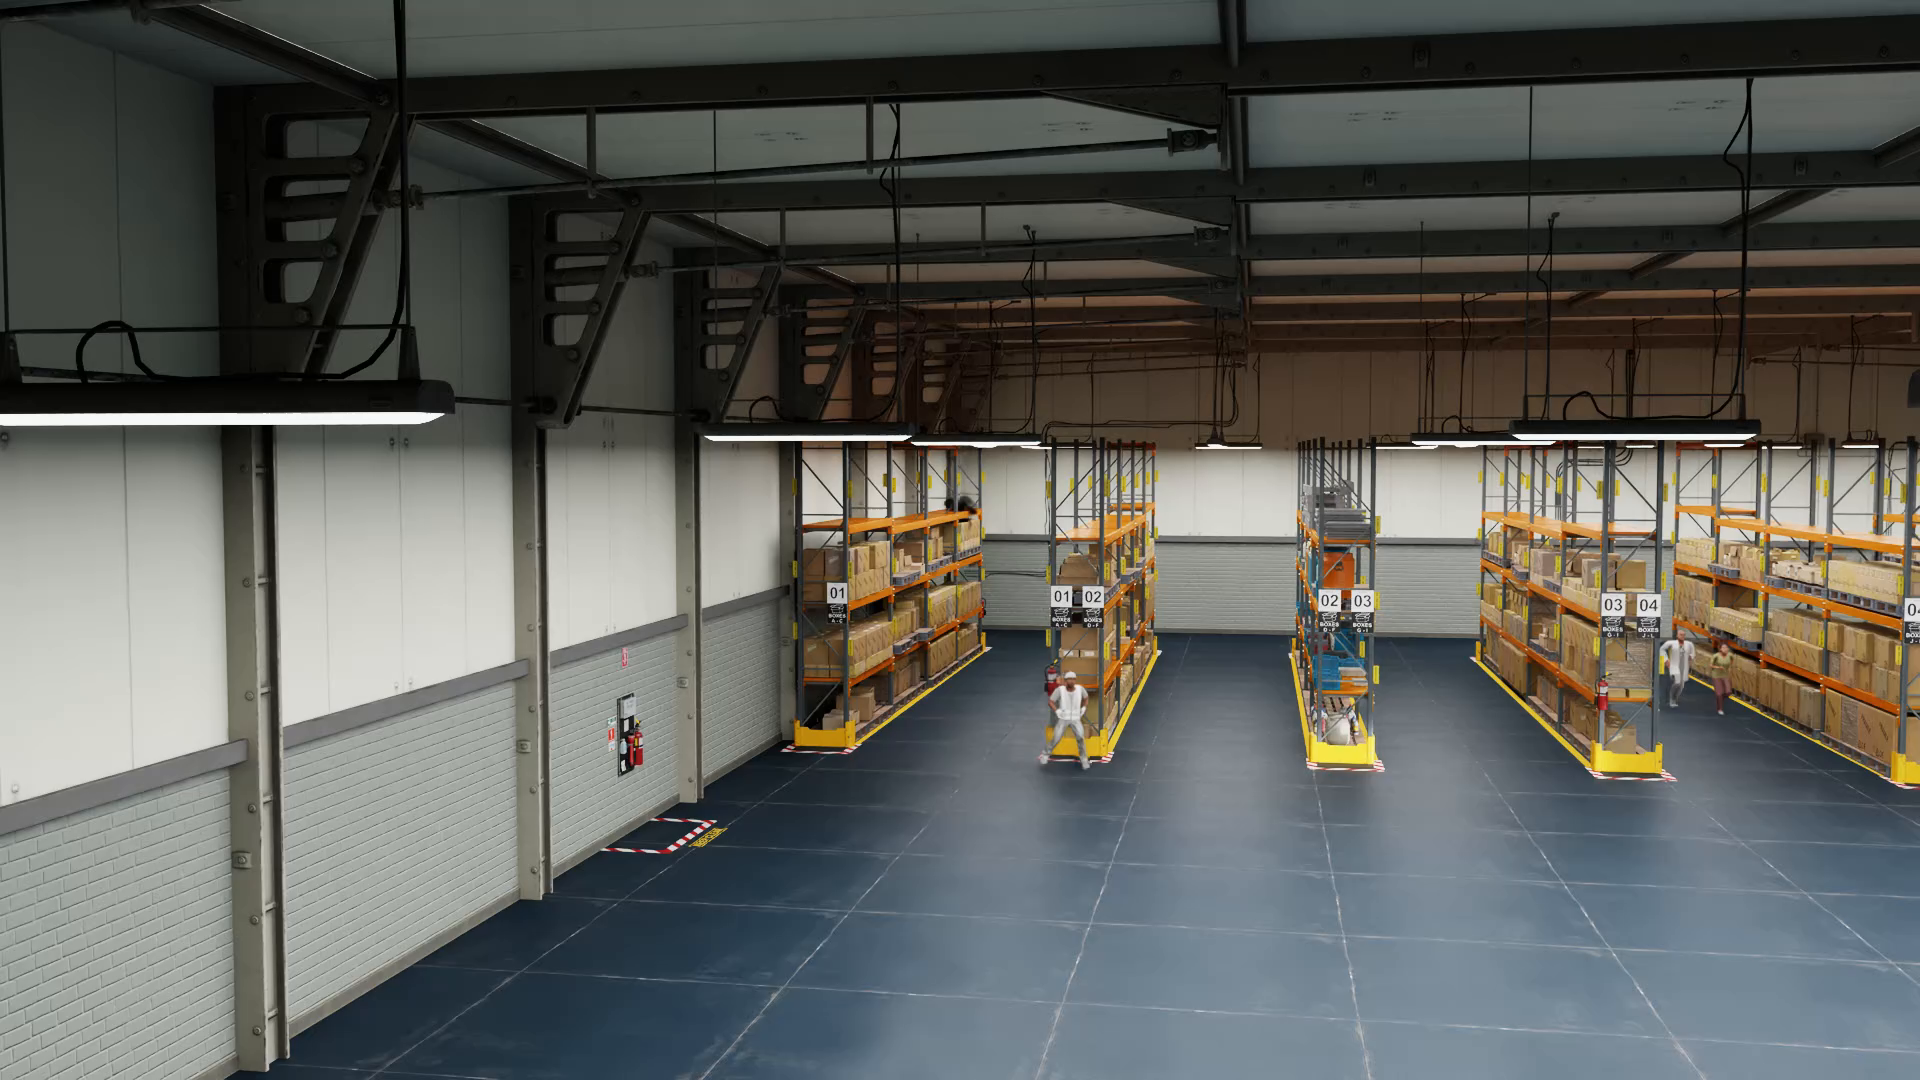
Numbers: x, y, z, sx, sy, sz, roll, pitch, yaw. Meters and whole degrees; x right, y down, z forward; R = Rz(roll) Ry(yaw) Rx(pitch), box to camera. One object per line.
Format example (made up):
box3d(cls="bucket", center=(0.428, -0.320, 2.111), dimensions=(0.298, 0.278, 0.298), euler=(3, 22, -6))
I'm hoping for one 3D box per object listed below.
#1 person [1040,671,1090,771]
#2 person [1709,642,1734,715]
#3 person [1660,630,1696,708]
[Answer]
box3d(cls="person", center=(1.935, 3.256, 30.133), dimensions=(0.900, 1.765, 0.739), euler=(-1, 3, -12))
box3d(cls="person", center=(16.580, 3.015, 36.156), dimensions=(0.562, 1.601, 0.634), euler=(0, 3, 9))
box3d(cls="person", center=(16.035, 2.880, 37.081), dimensions=(0.698, 1.753, 0.773), euler=(0, 3, 2))
